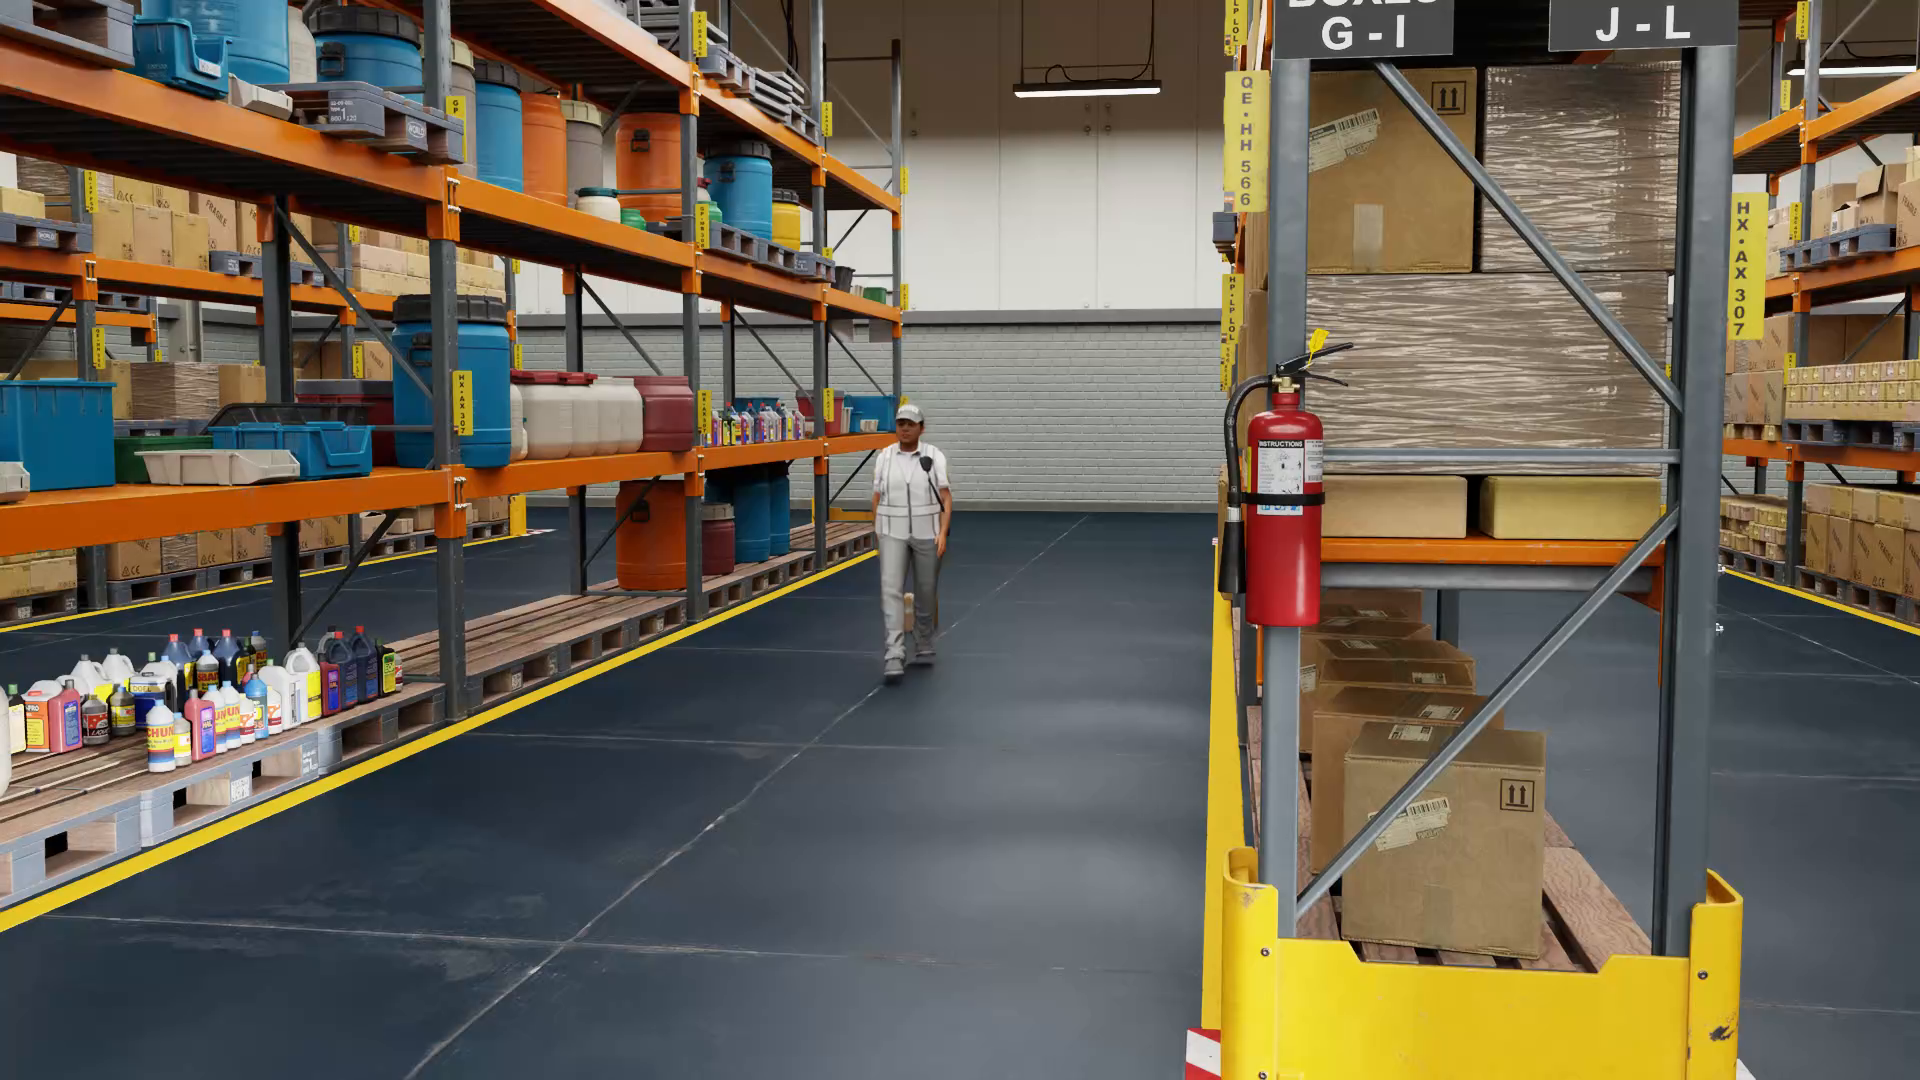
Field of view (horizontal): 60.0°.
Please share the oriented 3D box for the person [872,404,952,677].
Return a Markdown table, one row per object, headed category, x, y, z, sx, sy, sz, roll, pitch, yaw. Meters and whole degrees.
| category | x | y | z | sx | sy | sz | roll | pitch | yaw |
| --- | --- | --- | --- | --- | --- | --- | --- | --- | --- |
| person | -0.289 | -0.020 | 10.068 | 0.486 | 1.604 | 1.030 | 0 | 5 | -2 |
